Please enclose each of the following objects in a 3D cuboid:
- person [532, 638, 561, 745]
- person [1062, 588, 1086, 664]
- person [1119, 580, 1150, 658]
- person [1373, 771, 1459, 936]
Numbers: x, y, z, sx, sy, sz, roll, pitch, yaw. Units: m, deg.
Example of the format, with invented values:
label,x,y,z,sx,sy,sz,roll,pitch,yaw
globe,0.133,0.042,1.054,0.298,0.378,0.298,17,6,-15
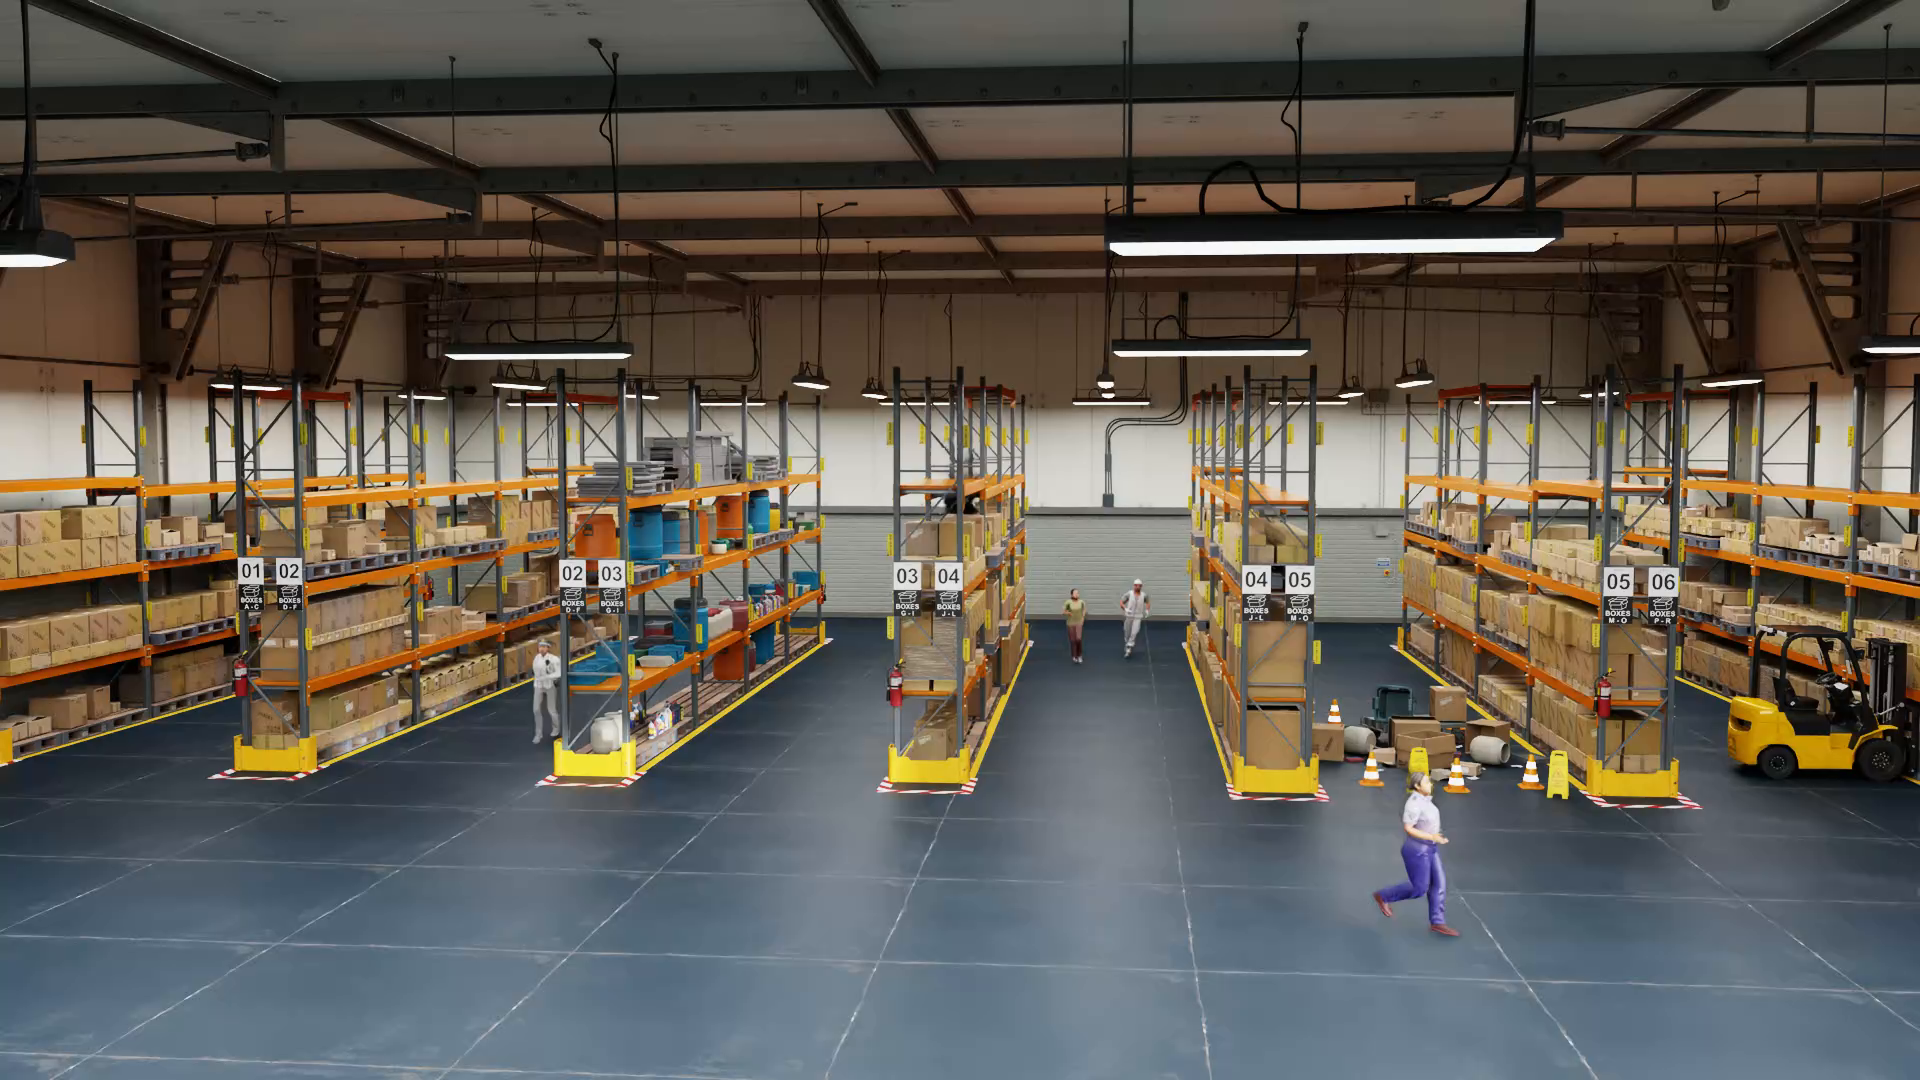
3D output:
label,x,y,z,sx,sy,sz,roll,pitch,yaw
person,-6.784,2.464,27.332,0.600,1.743,0.767,0,4,8
person,2.527,1.898,36.724,0.551,1.679,0.653,0,4,-1
person,3.973,1.770,37.817,0.693,1.765,0.884,0,4,6
person,4.629,3.147,16.809,0.849,1.639,0.607,2,4,32
